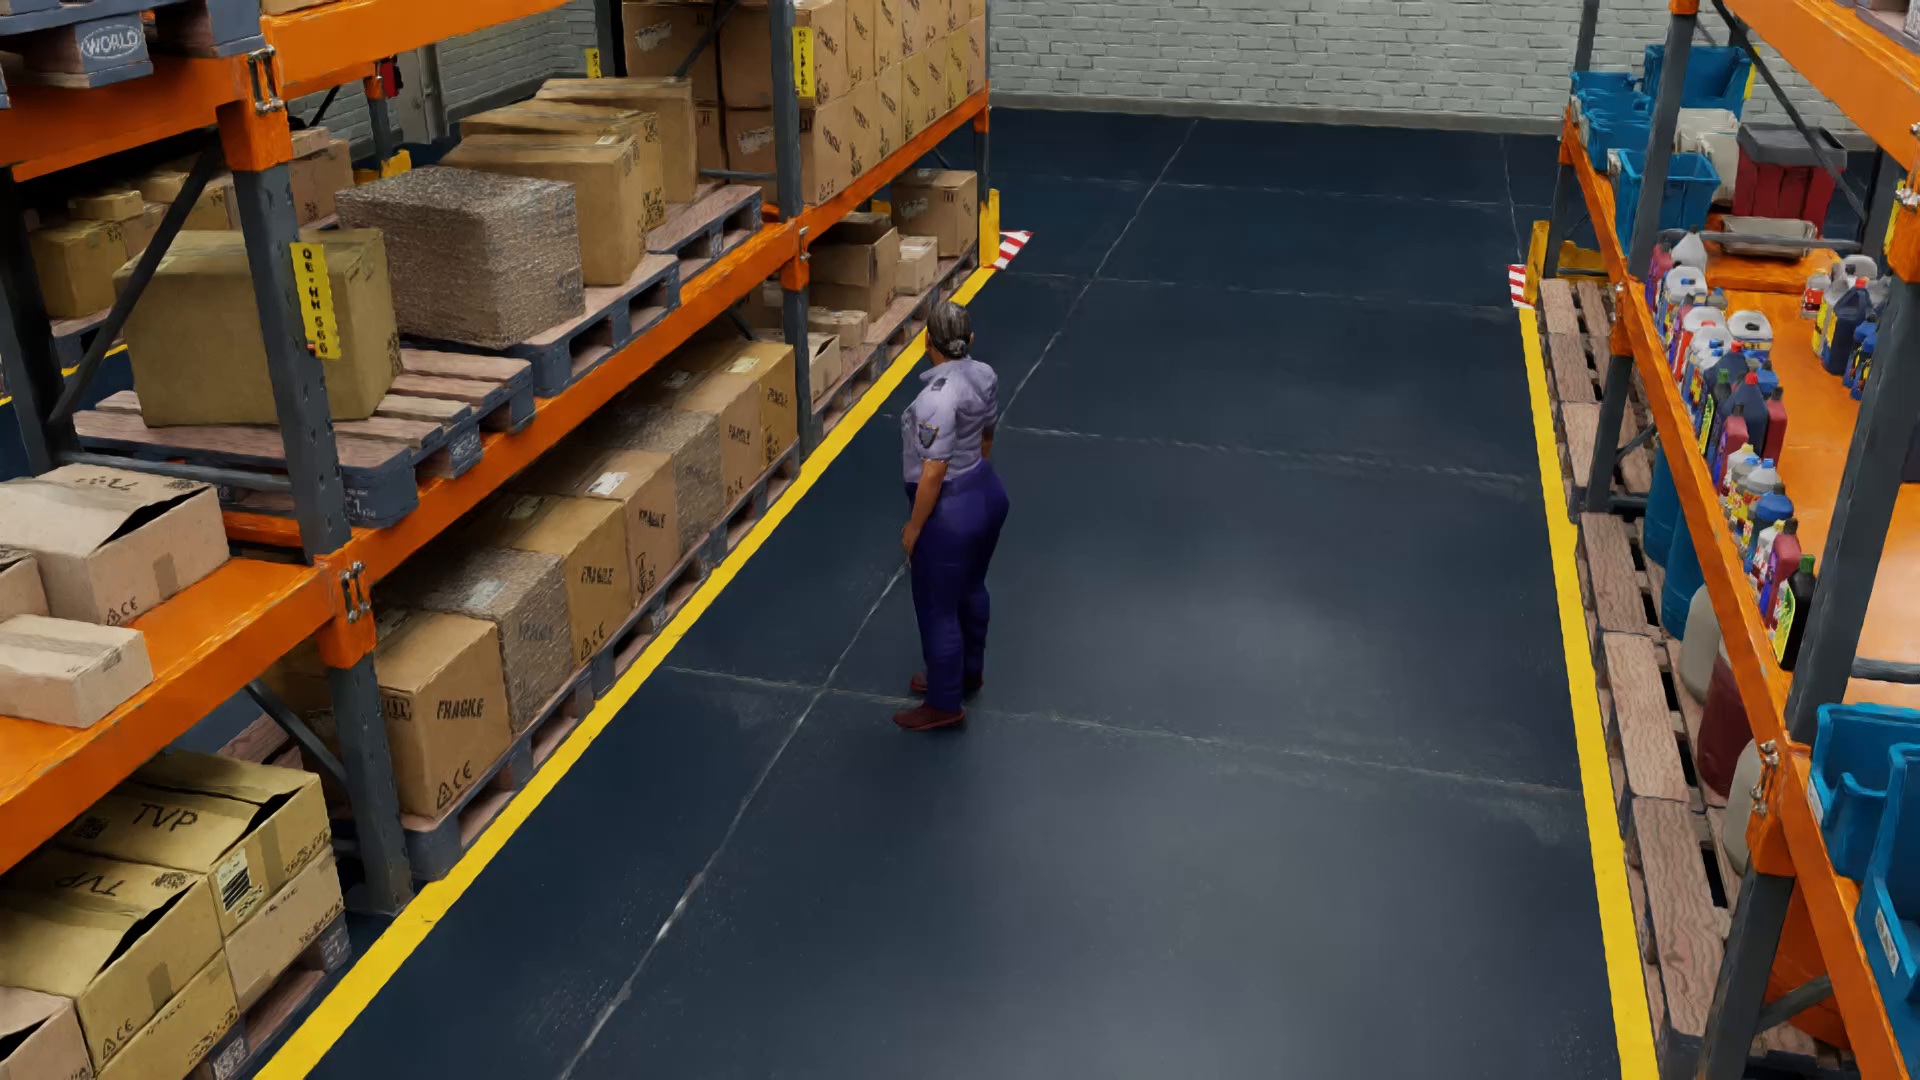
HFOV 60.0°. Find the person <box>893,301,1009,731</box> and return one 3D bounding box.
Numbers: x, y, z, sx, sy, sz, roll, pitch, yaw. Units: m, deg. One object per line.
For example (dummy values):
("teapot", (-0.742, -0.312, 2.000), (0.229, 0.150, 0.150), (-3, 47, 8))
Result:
("person", (-0.048, -0.080, 6.301), (0.399, 1.678, 0.529), (12, 28, 24))
